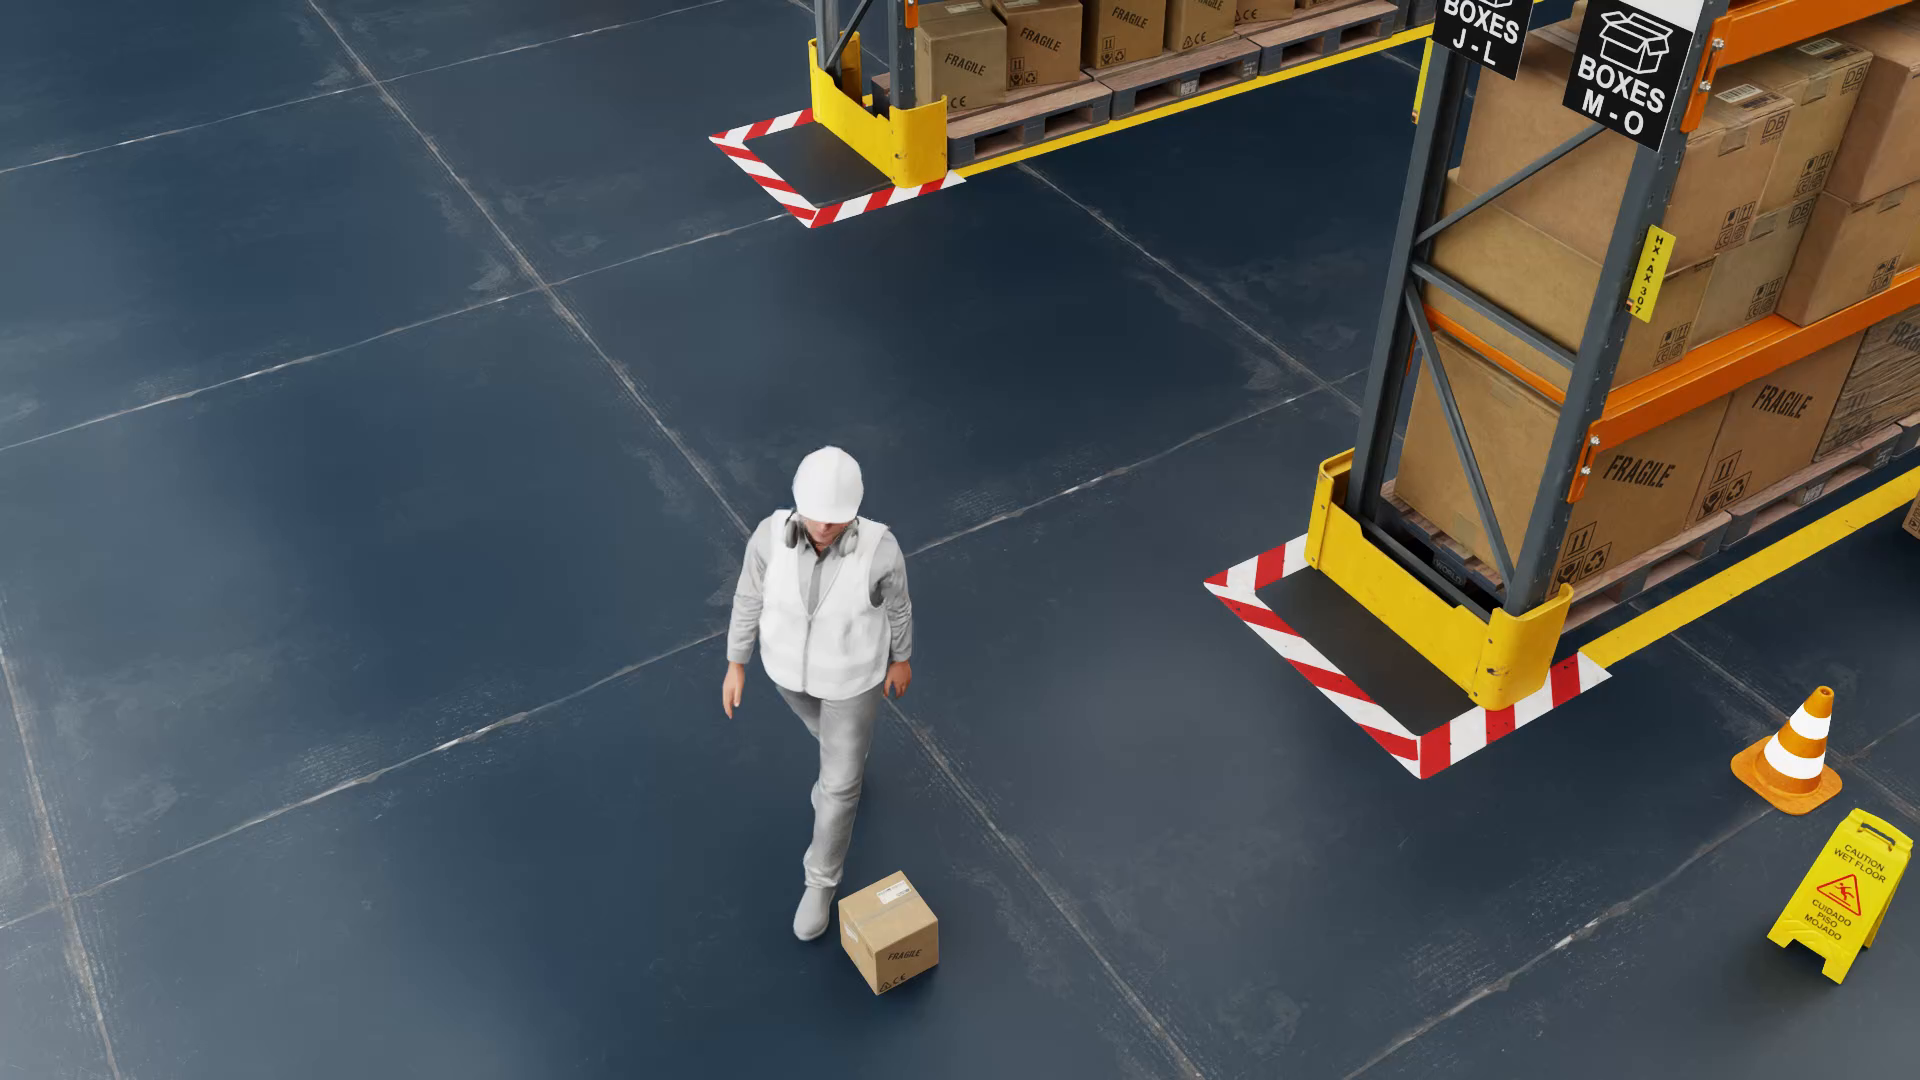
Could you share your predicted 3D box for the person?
[{"bbox_3d":[-0.506,0.470,5.566,0.576,1.730,0.920,12,42,14],"label":"person"}]
